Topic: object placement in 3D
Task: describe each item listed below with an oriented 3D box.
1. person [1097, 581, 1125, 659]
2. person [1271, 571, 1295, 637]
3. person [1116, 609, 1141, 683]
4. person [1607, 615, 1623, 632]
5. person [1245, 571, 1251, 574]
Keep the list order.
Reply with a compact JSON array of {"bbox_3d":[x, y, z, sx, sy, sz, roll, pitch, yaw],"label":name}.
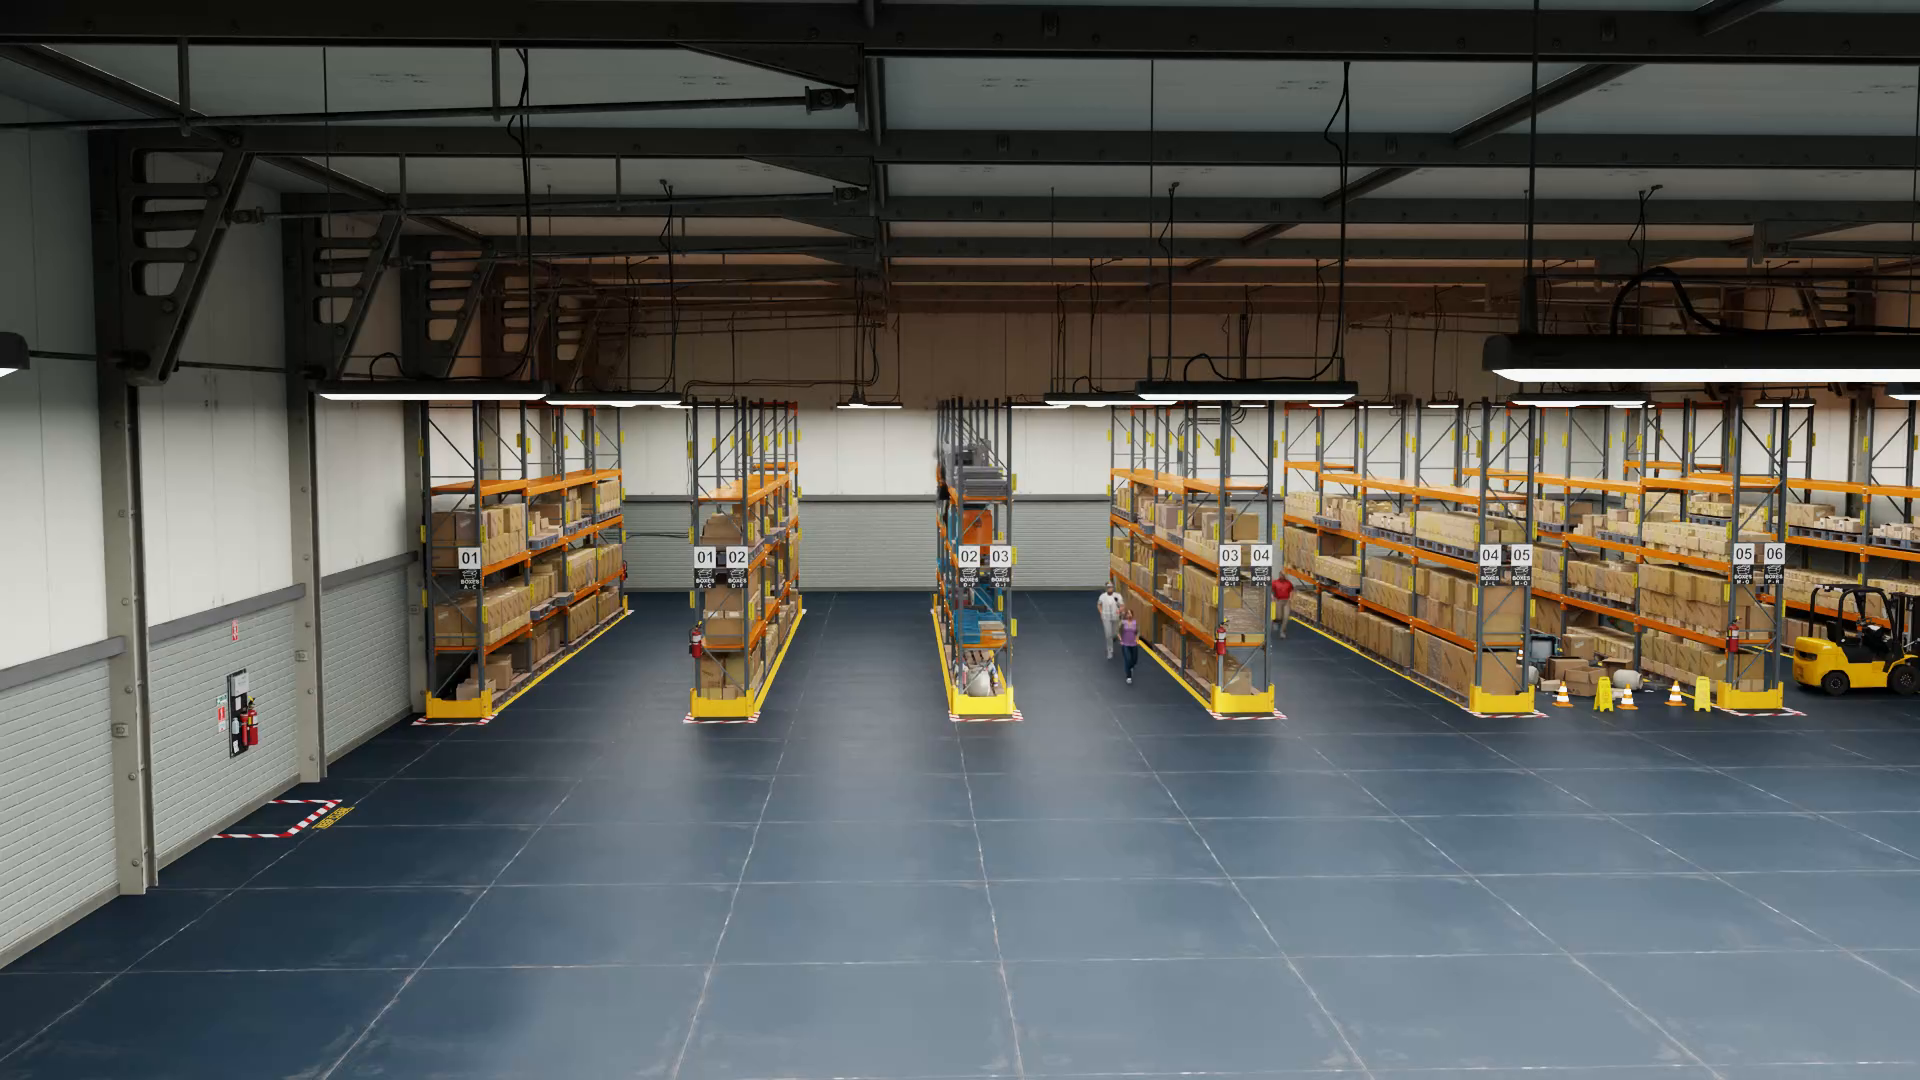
[{"bbox_3d":[3.538,1.847,38.900,0.654,1.789,0.829,0,4,2],"label":"person"},{"bbox_3d":[8.215,1.621,42.419,0.672,1.687,0.598,0,4,-3],"label":"person"},{"bbox_3d":[3.566,2.227,35.214,0.539,1.551,0.622,0,4,-2],"label":"person"},{"bbox_3d":[16.557,1.620,41.873,0.654,1.744,0.532,0,4,-3],"label":"person"},{"bbox_3d":[8.015,1.221,47.587,0.709,1.605,0.886,2,5,21],"label":"person"}]
